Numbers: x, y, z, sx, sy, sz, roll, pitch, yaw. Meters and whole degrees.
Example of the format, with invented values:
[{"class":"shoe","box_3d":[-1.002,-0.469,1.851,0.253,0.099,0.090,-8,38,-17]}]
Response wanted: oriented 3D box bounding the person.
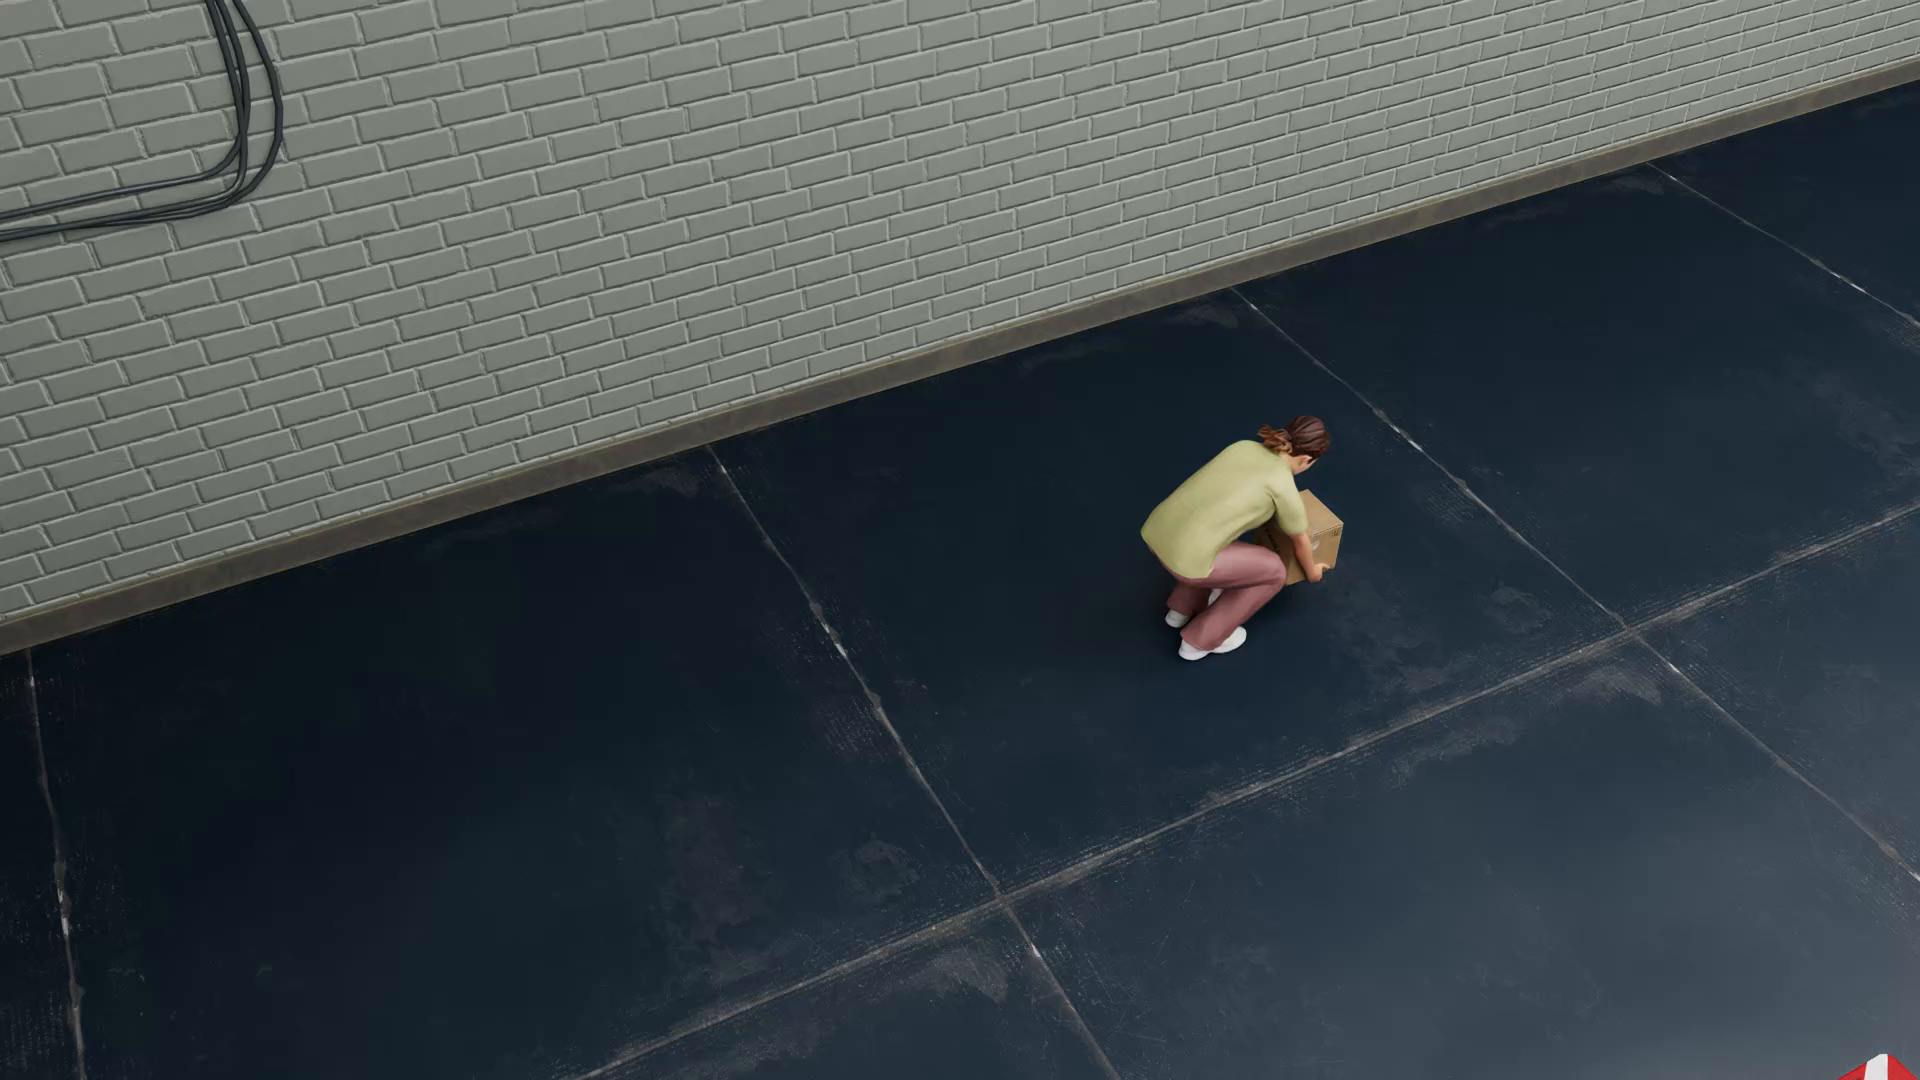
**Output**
[{"class":"person","box_3d":[1.120,-0.007,6.741,0.836,0.920,0.455,-20,45,-21]}]
